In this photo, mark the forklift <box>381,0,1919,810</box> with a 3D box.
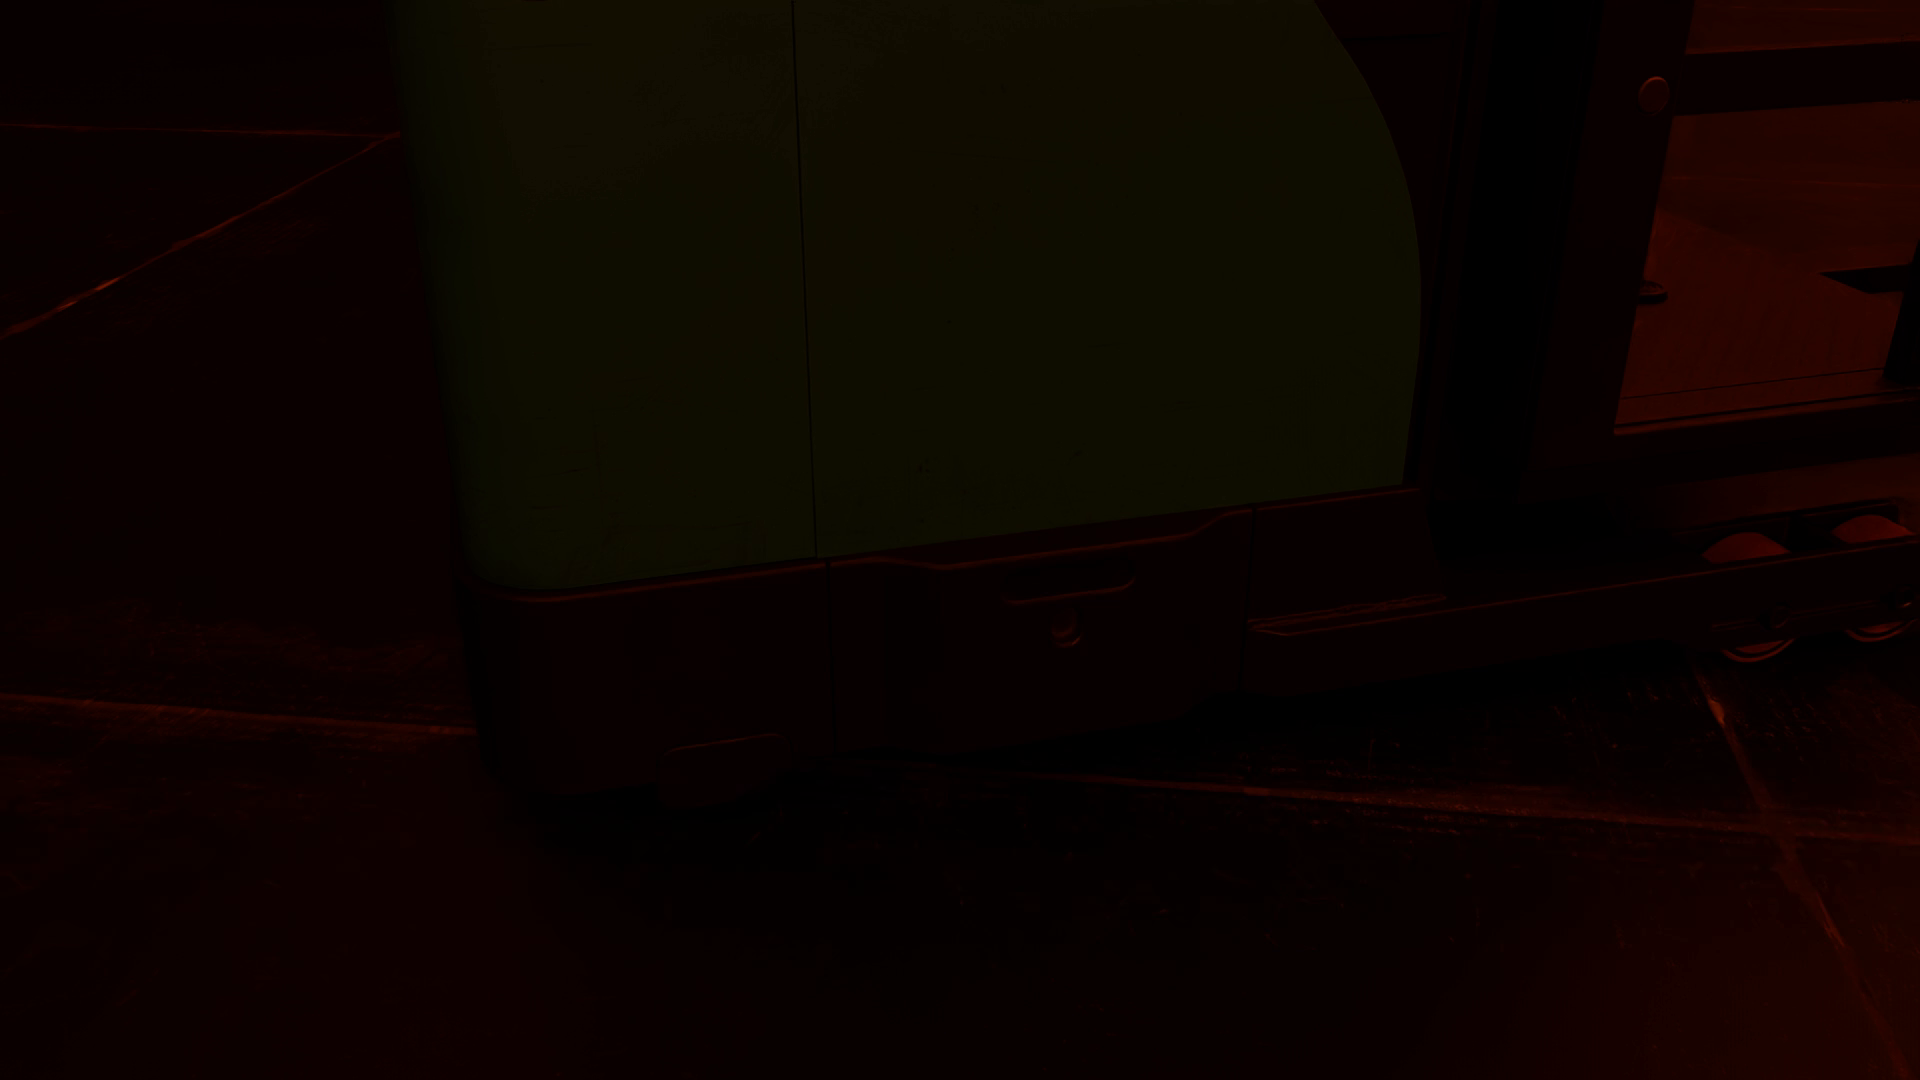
[{"bbox_3d":[0.810,-1.371,1.965,3.031,2.935,1.130,-7,27,-14],"label":"forklift"}]
